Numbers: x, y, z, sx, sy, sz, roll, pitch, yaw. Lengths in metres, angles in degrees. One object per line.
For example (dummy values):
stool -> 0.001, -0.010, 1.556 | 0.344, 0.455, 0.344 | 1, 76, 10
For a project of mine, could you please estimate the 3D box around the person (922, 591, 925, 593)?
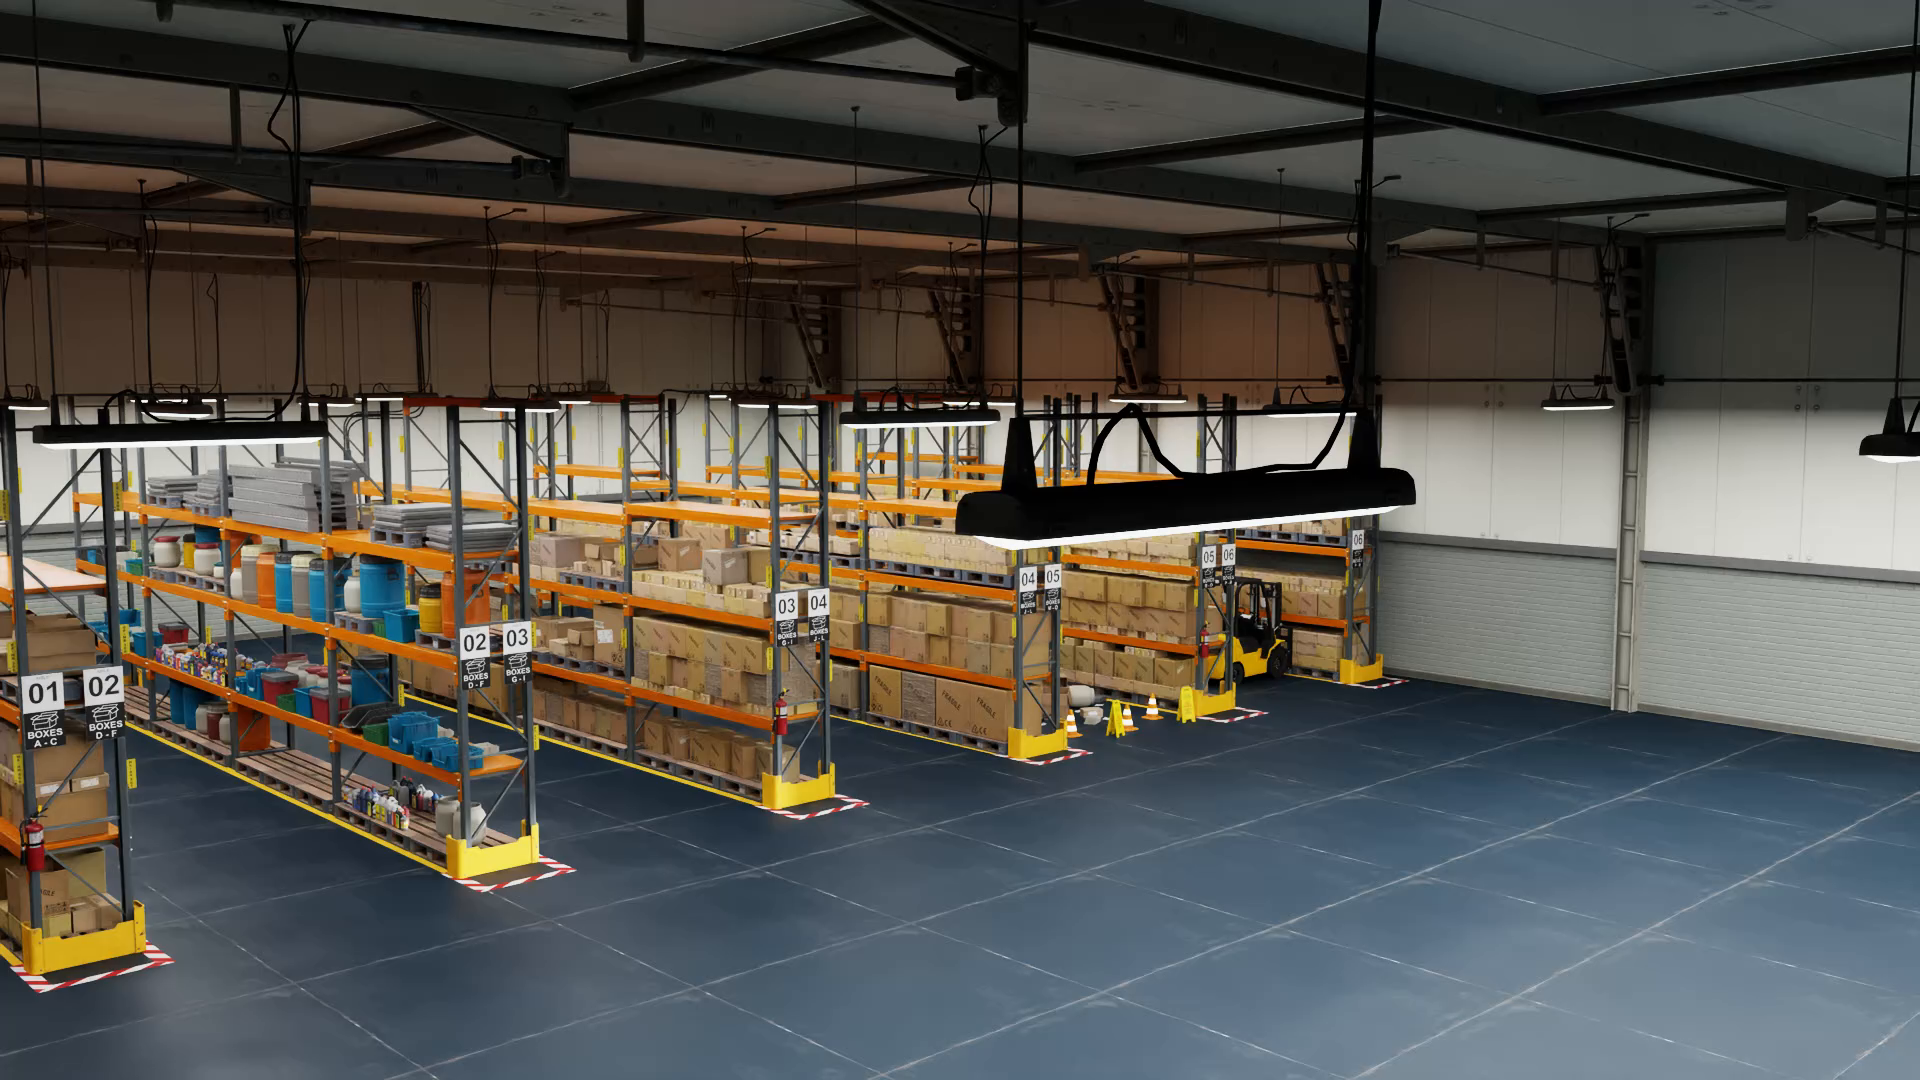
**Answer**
person -> -0.790, 1.913, 35.297 | 0.459, 1.646, 0.512 | 5, 7, 41
